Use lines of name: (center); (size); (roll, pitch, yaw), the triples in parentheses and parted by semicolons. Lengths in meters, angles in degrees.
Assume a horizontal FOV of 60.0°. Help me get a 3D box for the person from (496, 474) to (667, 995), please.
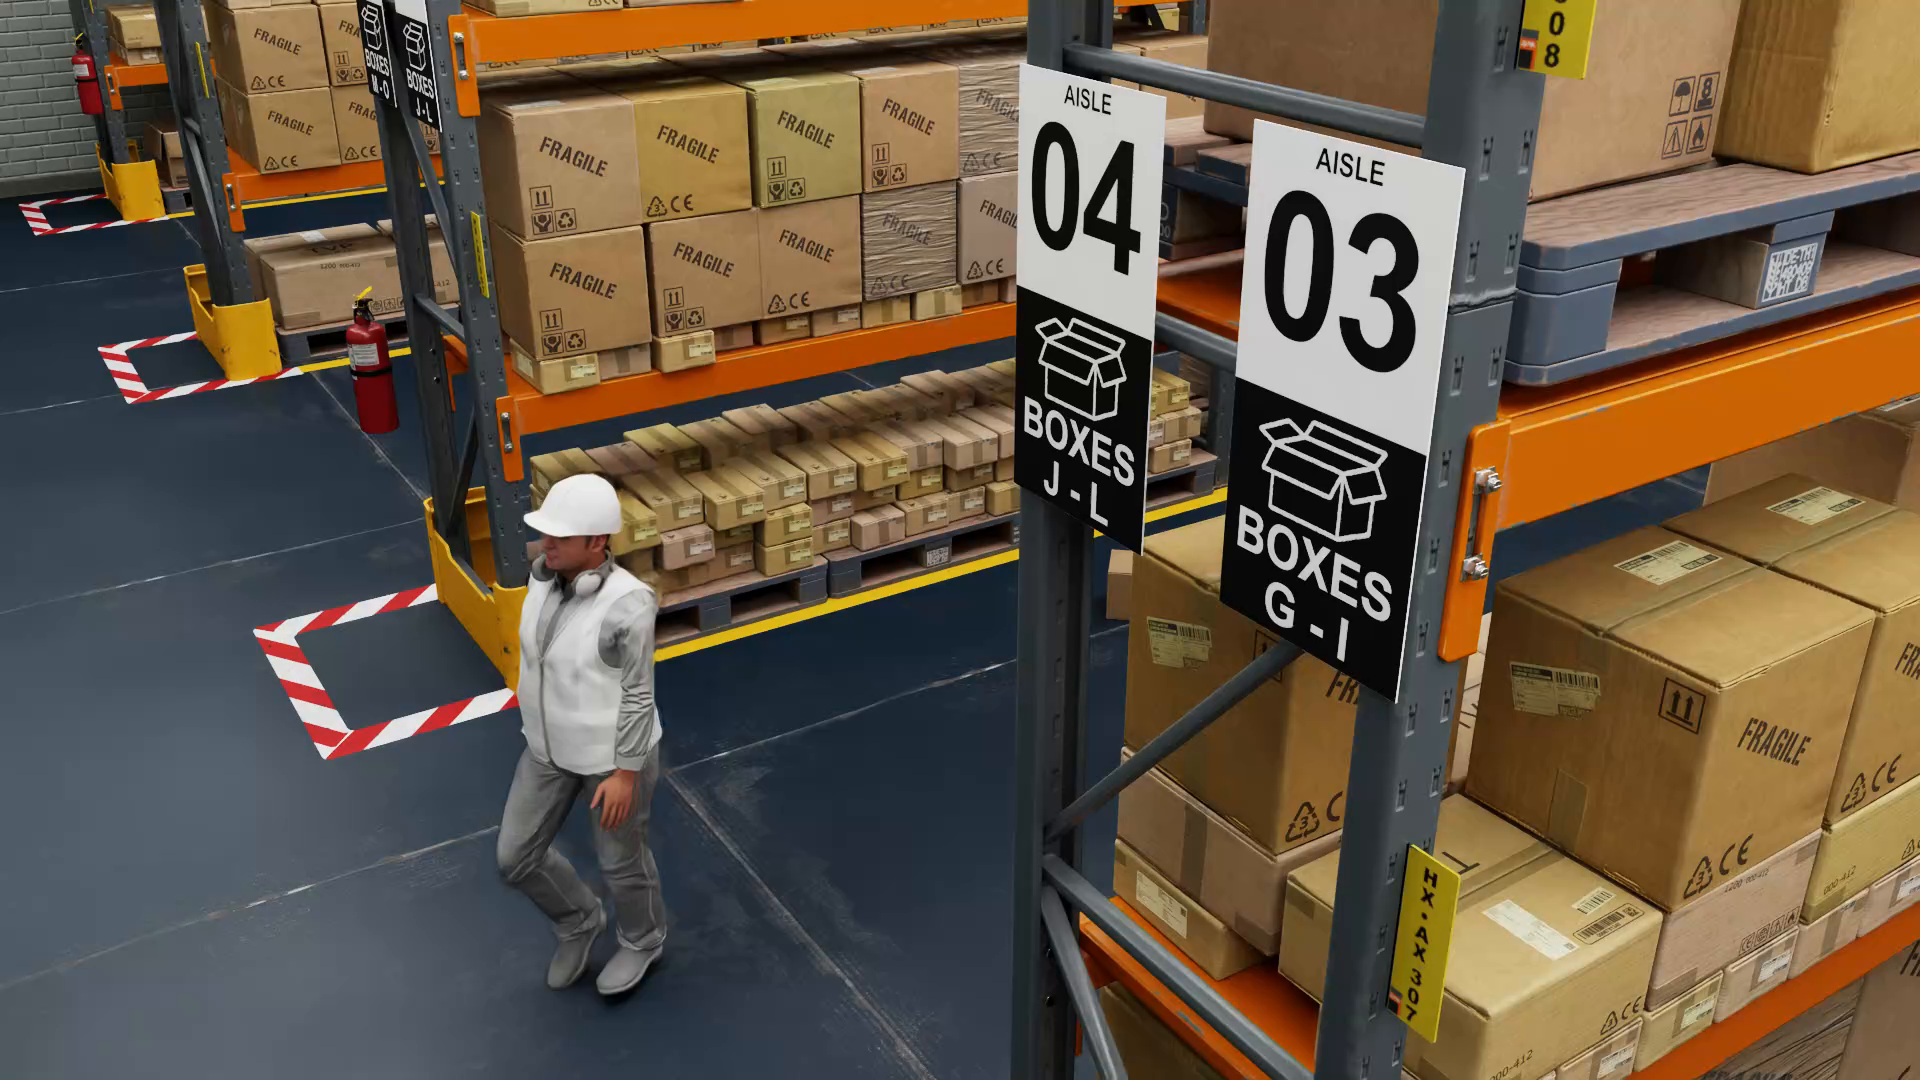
person: (-1.170, 0.670, 5.130); (0.539, 1.810, 0.483); (15, 29, 29)
